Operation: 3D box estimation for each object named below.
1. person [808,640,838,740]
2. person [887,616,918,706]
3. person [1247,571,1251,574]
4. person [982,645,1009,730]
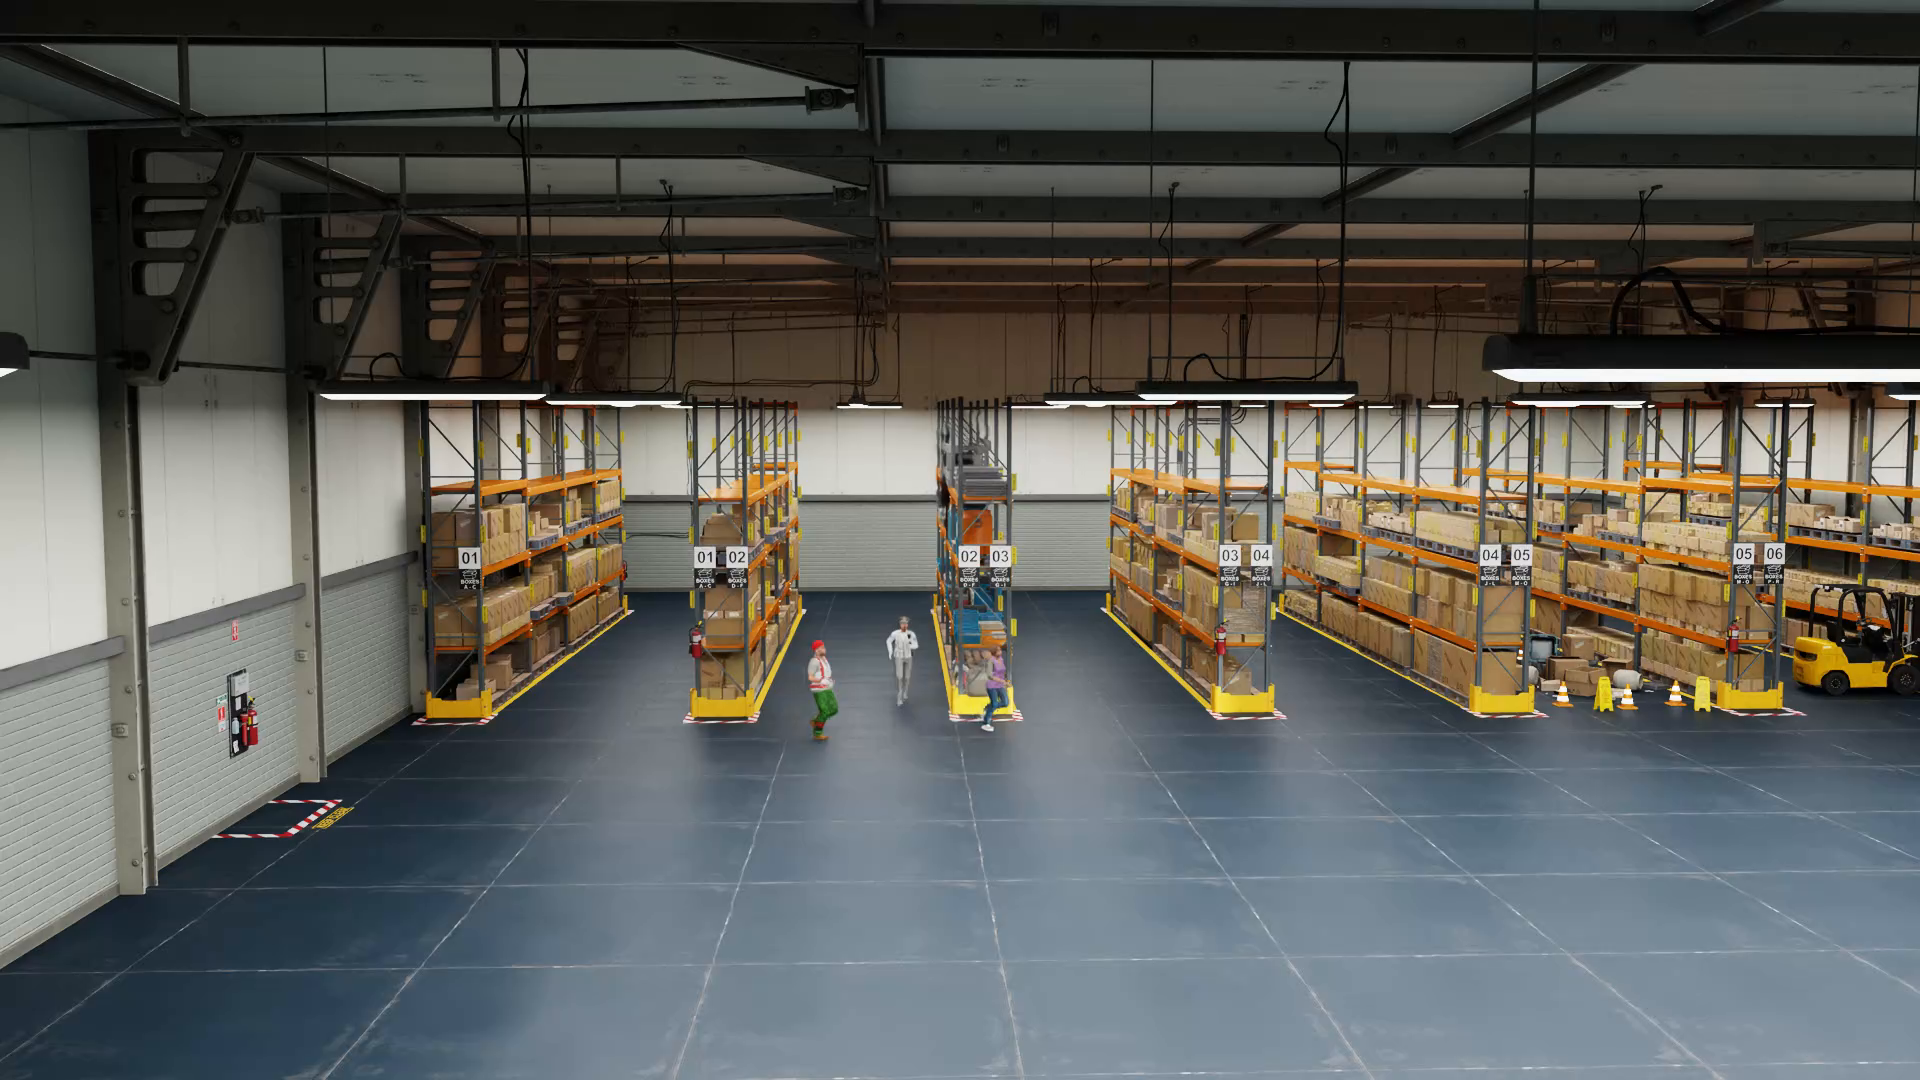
[{"bbox_3d":[-2.370,2.611,28.967,0.564,1.740,0.649,2,5,22],"label":"person"},{"bbox_3d":[-1.113,2.363,32.619,0.576,1.749,0.719,-1,4,-10],"label":"person"},{"bbox_3d":[8.573,1.160,48.478,0.925,1.616,0.690,-3,5,-36],"label":"person"},{"bbox_3d":[0.675,2.659,29.848,0.609,1.538,0.575,3,6,37],"label":"person"}]
